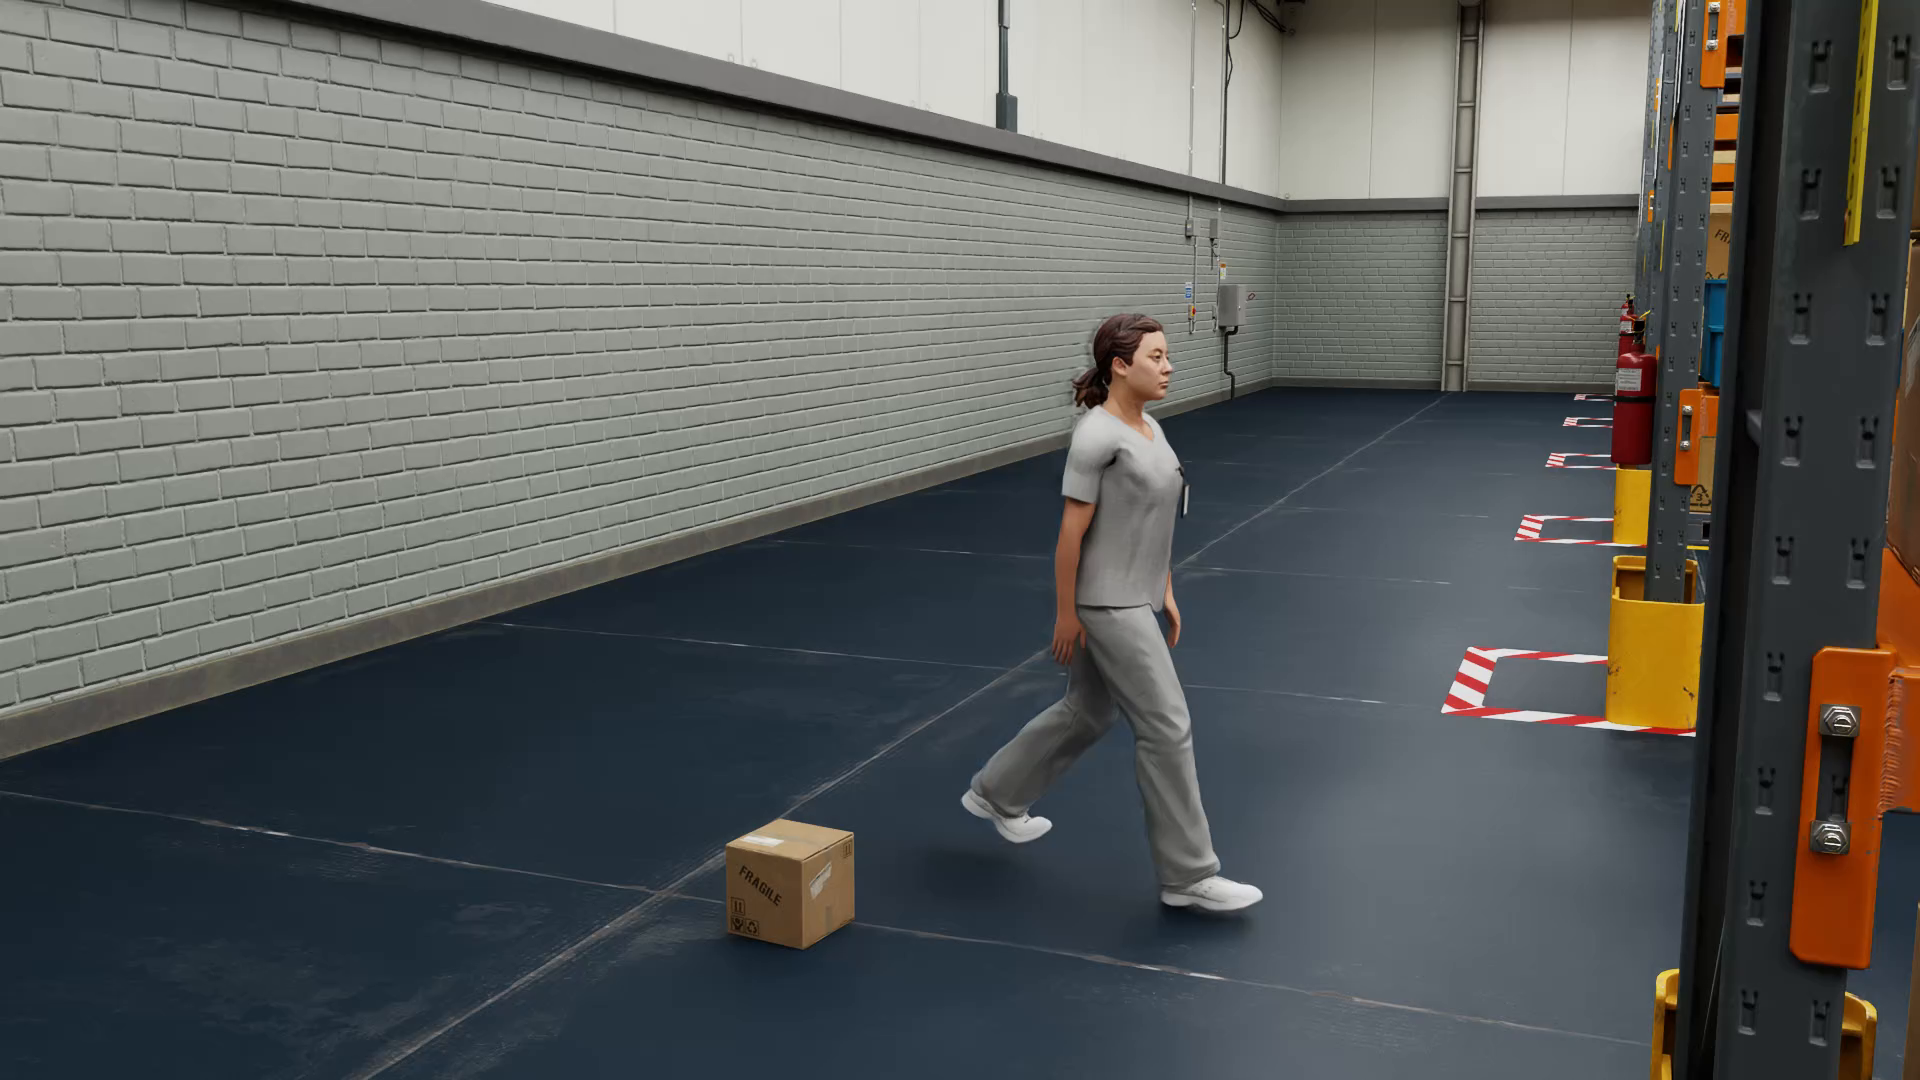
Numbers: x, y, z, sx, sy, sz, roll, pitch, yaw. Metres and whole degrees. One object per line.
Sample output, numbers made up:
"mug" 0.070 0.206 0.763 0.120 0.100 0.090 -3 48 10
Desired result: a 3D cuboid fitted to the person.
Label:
"person" 0.424 0.177 4.716 0.997 1.633 0.444 4 10 25
